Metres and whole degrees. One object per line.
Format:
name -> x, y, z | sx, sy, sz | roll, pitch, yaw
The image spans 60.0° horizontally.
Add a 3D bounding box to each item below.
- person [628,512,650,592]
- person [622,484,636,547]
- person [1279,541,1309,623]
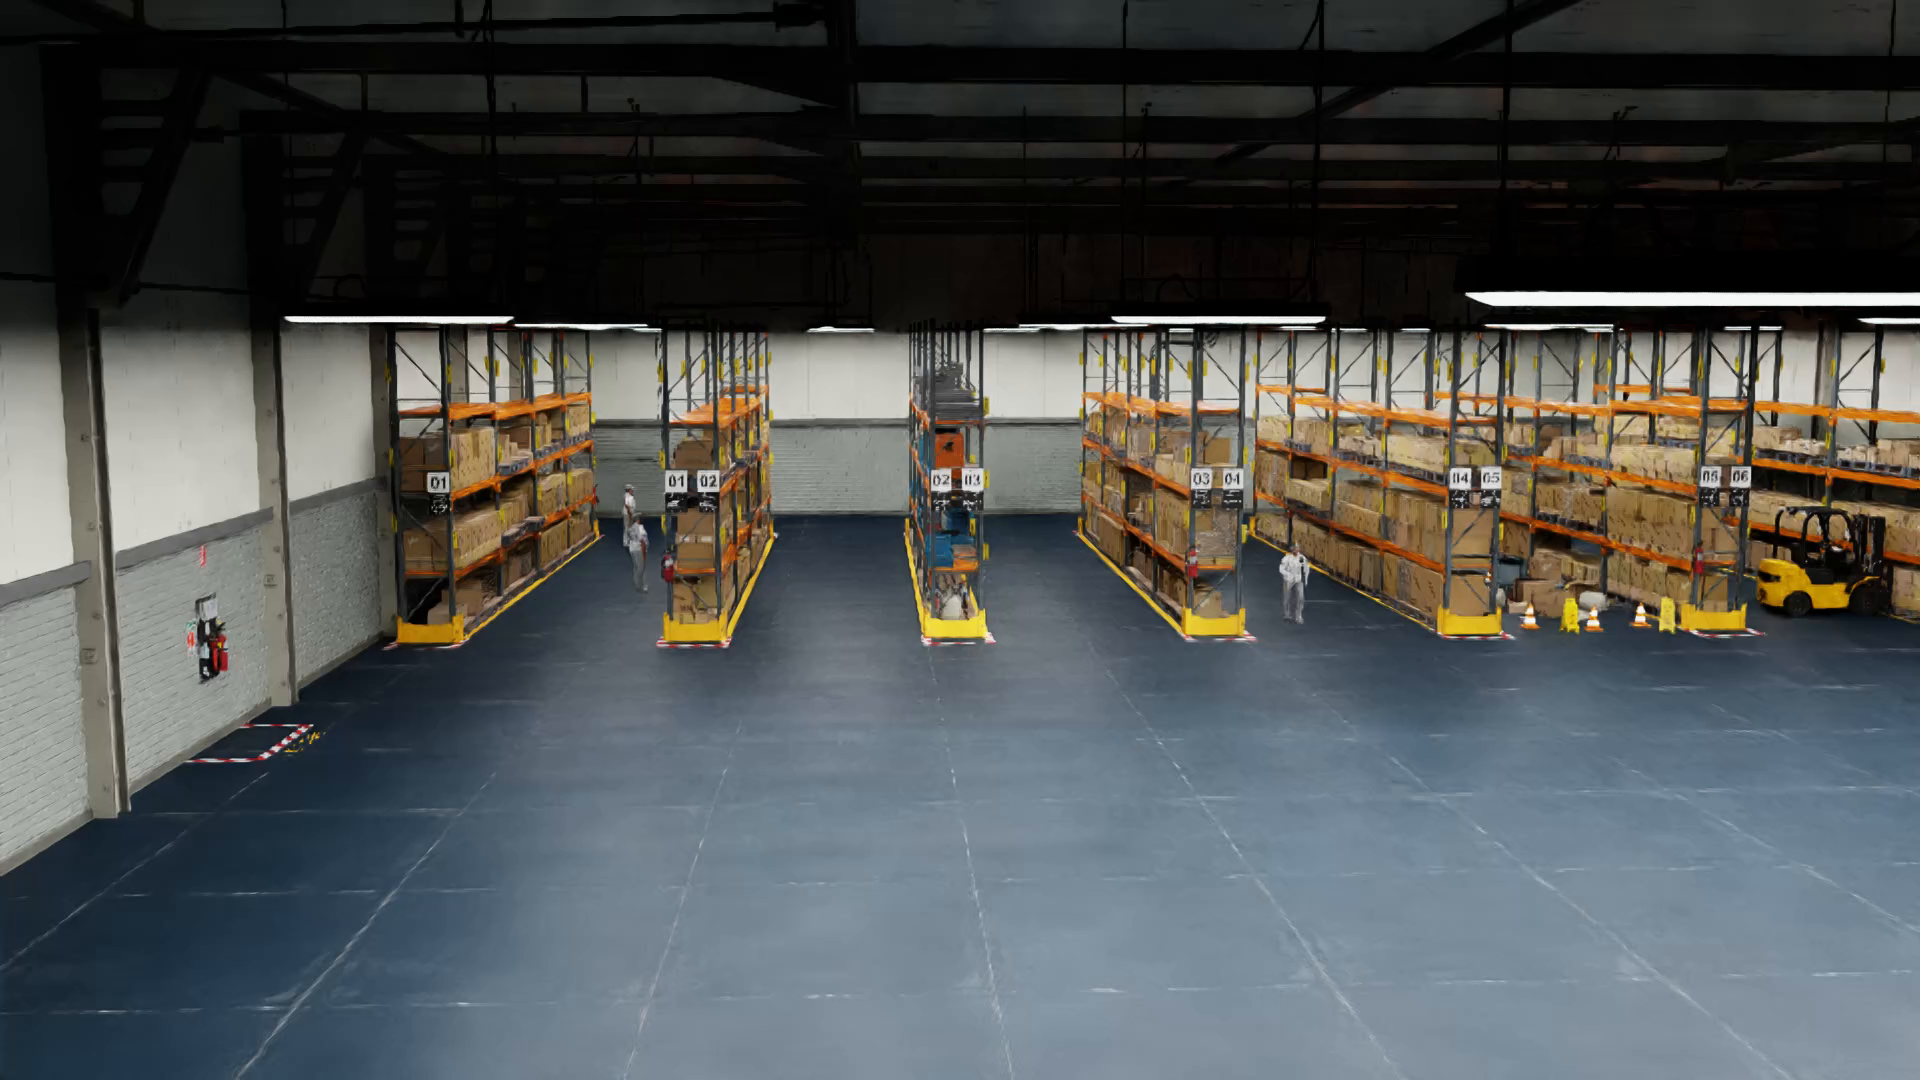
person -> -7.138, 0.257, 37.138 | 0.476, 1.759, 0.593 | -5, 9, -34
person -> -8.975, -0.681, 45.069 | 0.393, 1.674, 0.635 | -1, 7, -10
person -> 6.687, 0.813, 33.289 | 0.637, 1.627, 0.790 | 0, 7, 2
